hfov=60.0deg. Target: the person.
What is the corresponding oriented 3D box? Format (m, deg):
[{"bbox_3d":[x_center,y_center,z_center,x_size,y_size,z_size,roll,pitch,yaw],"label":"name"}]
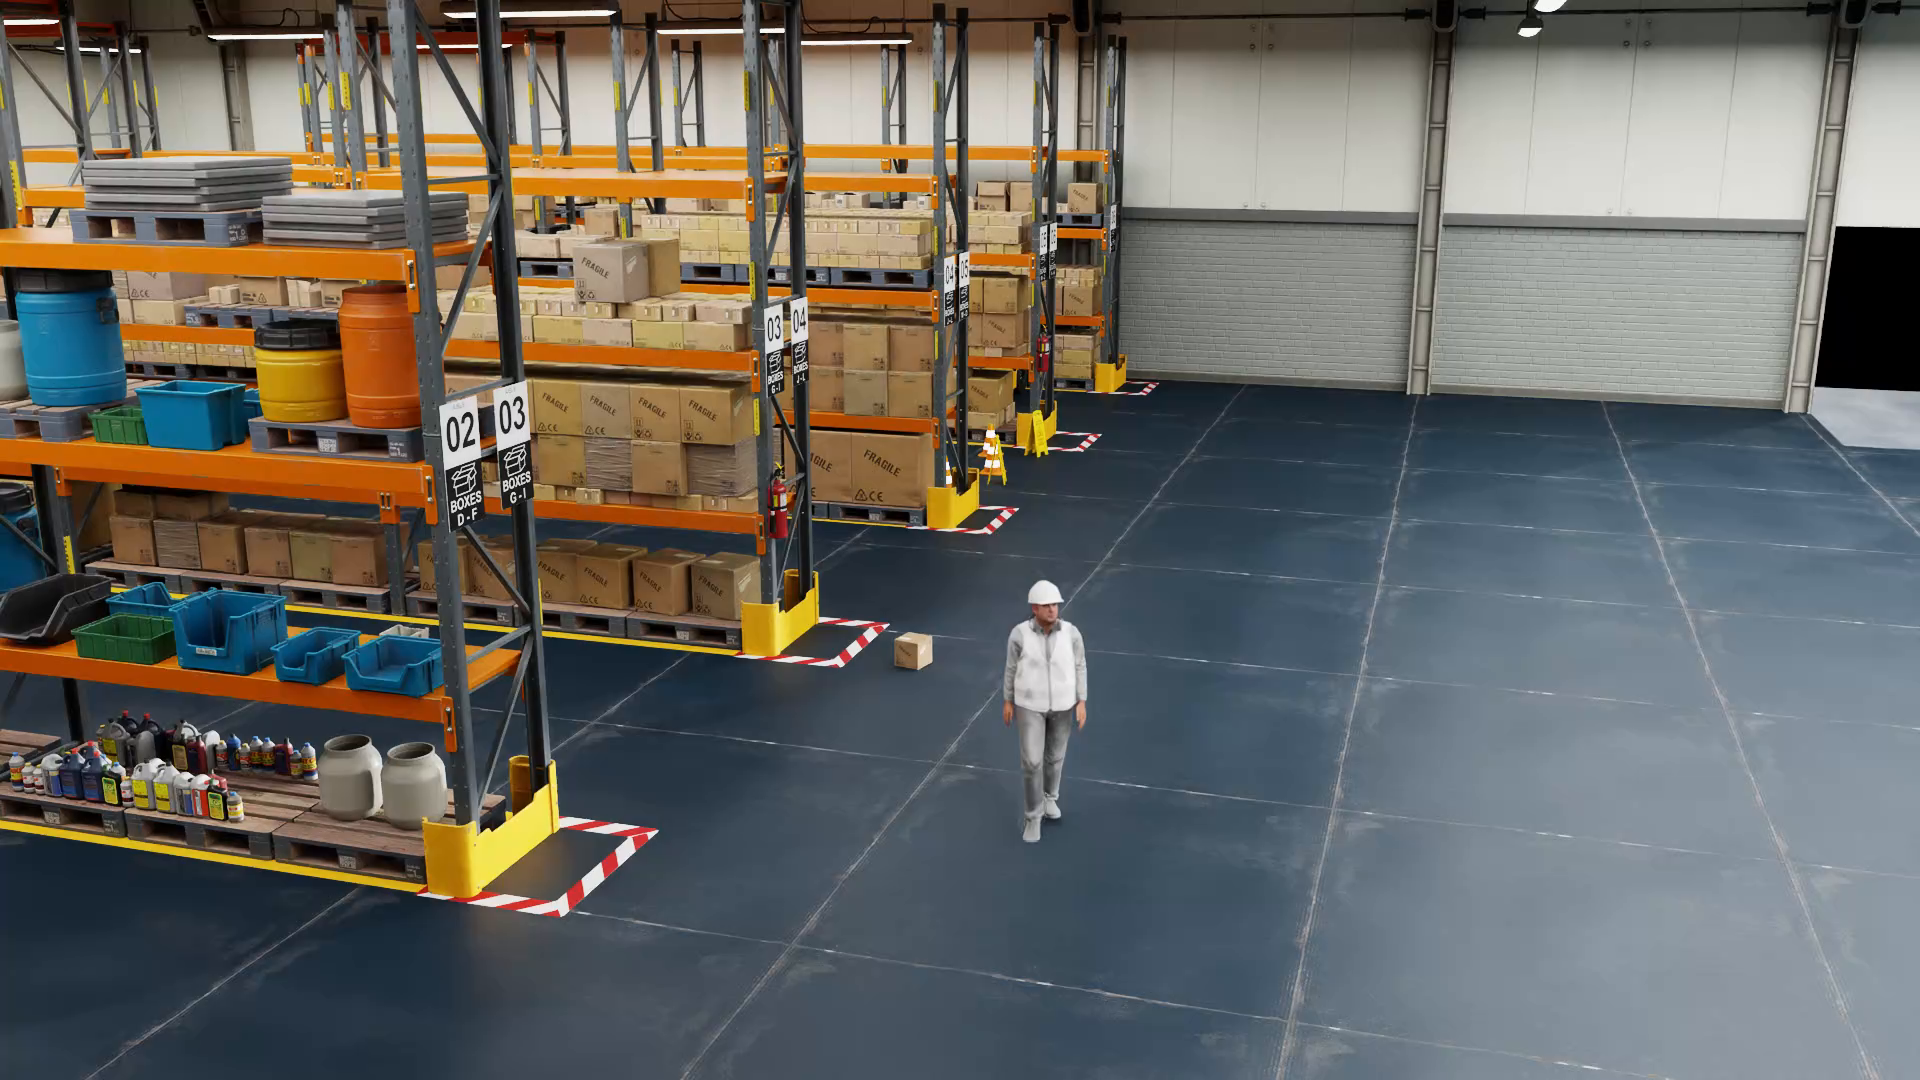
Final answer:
[{"bbox_3d":[0.603,1.185,11.590,0.566,1.841,0.595,-3,15,-10],"label":"person"}]
